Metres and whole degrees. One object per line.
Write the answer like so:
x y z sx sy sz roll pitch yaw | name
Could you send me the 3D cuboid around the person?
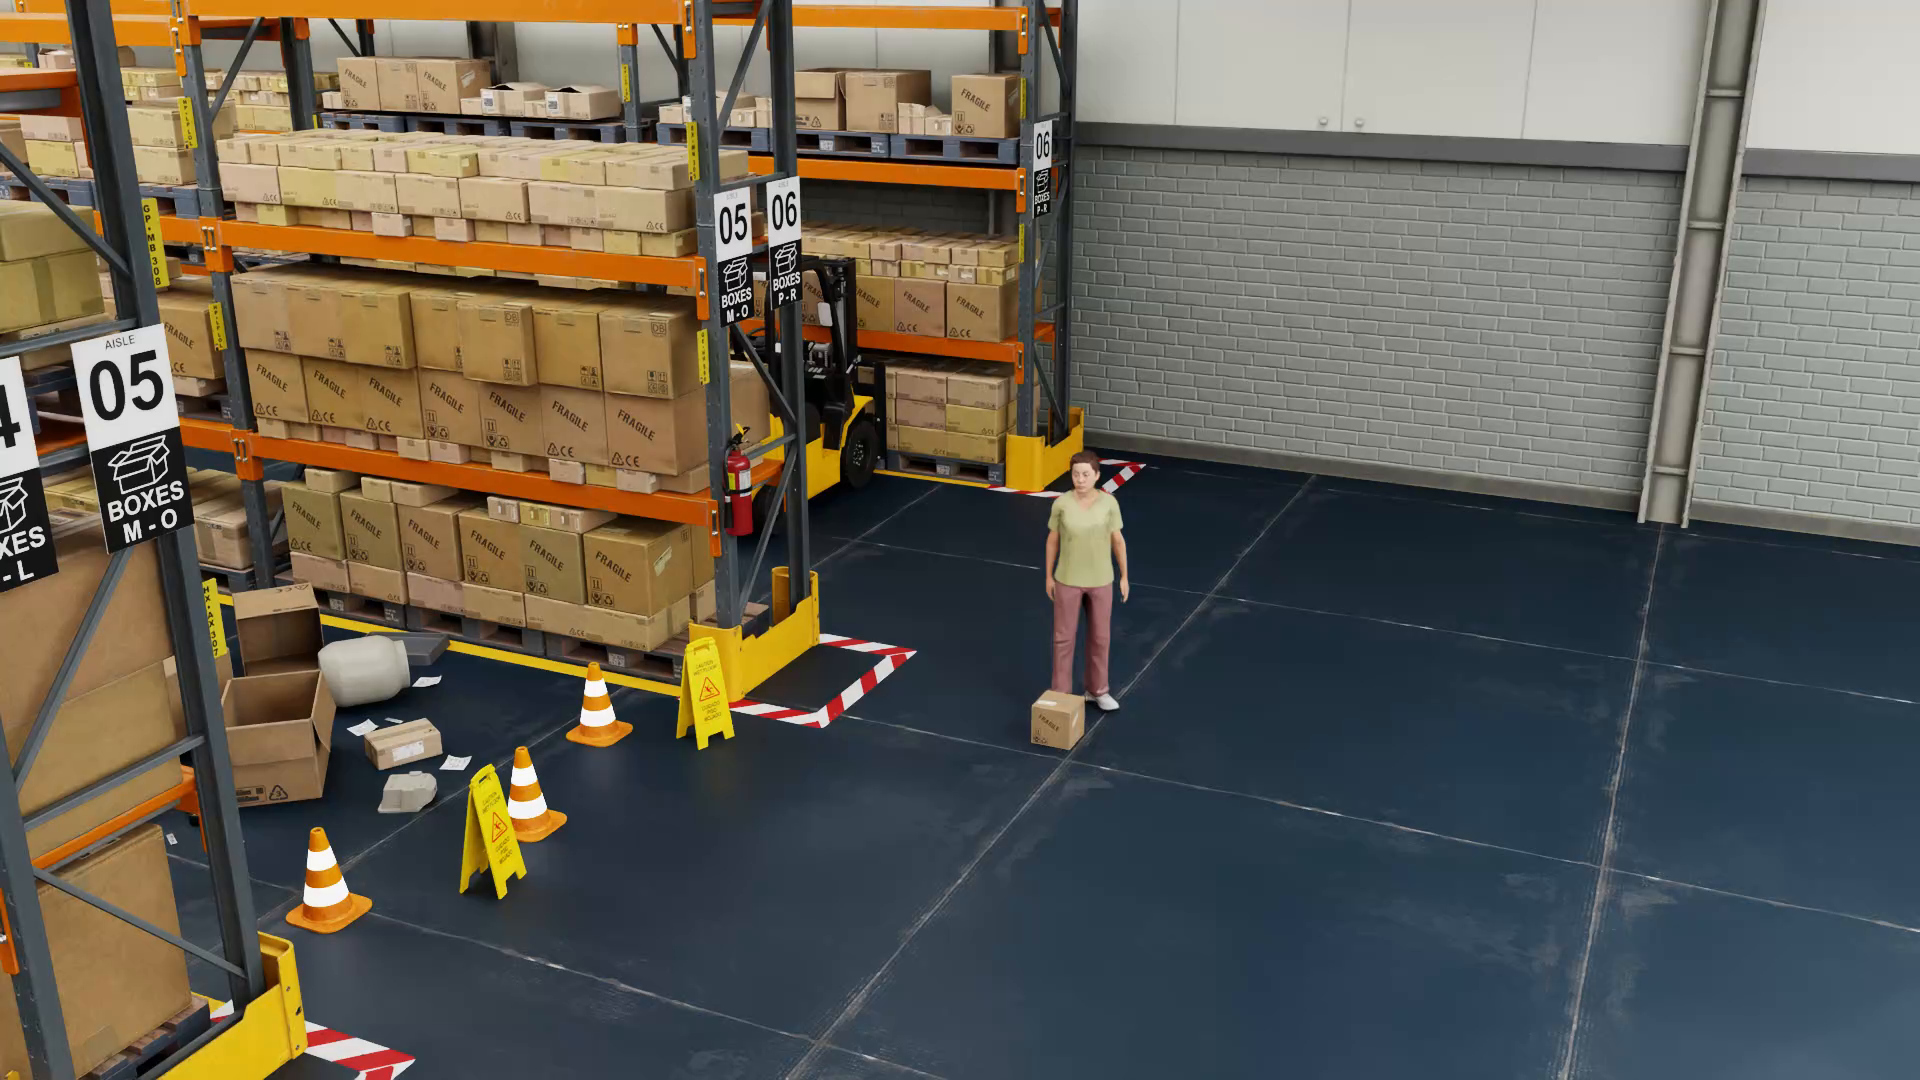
0.787 0.286 10.273 0.515 1.717 0.388 0 19 0 | person
